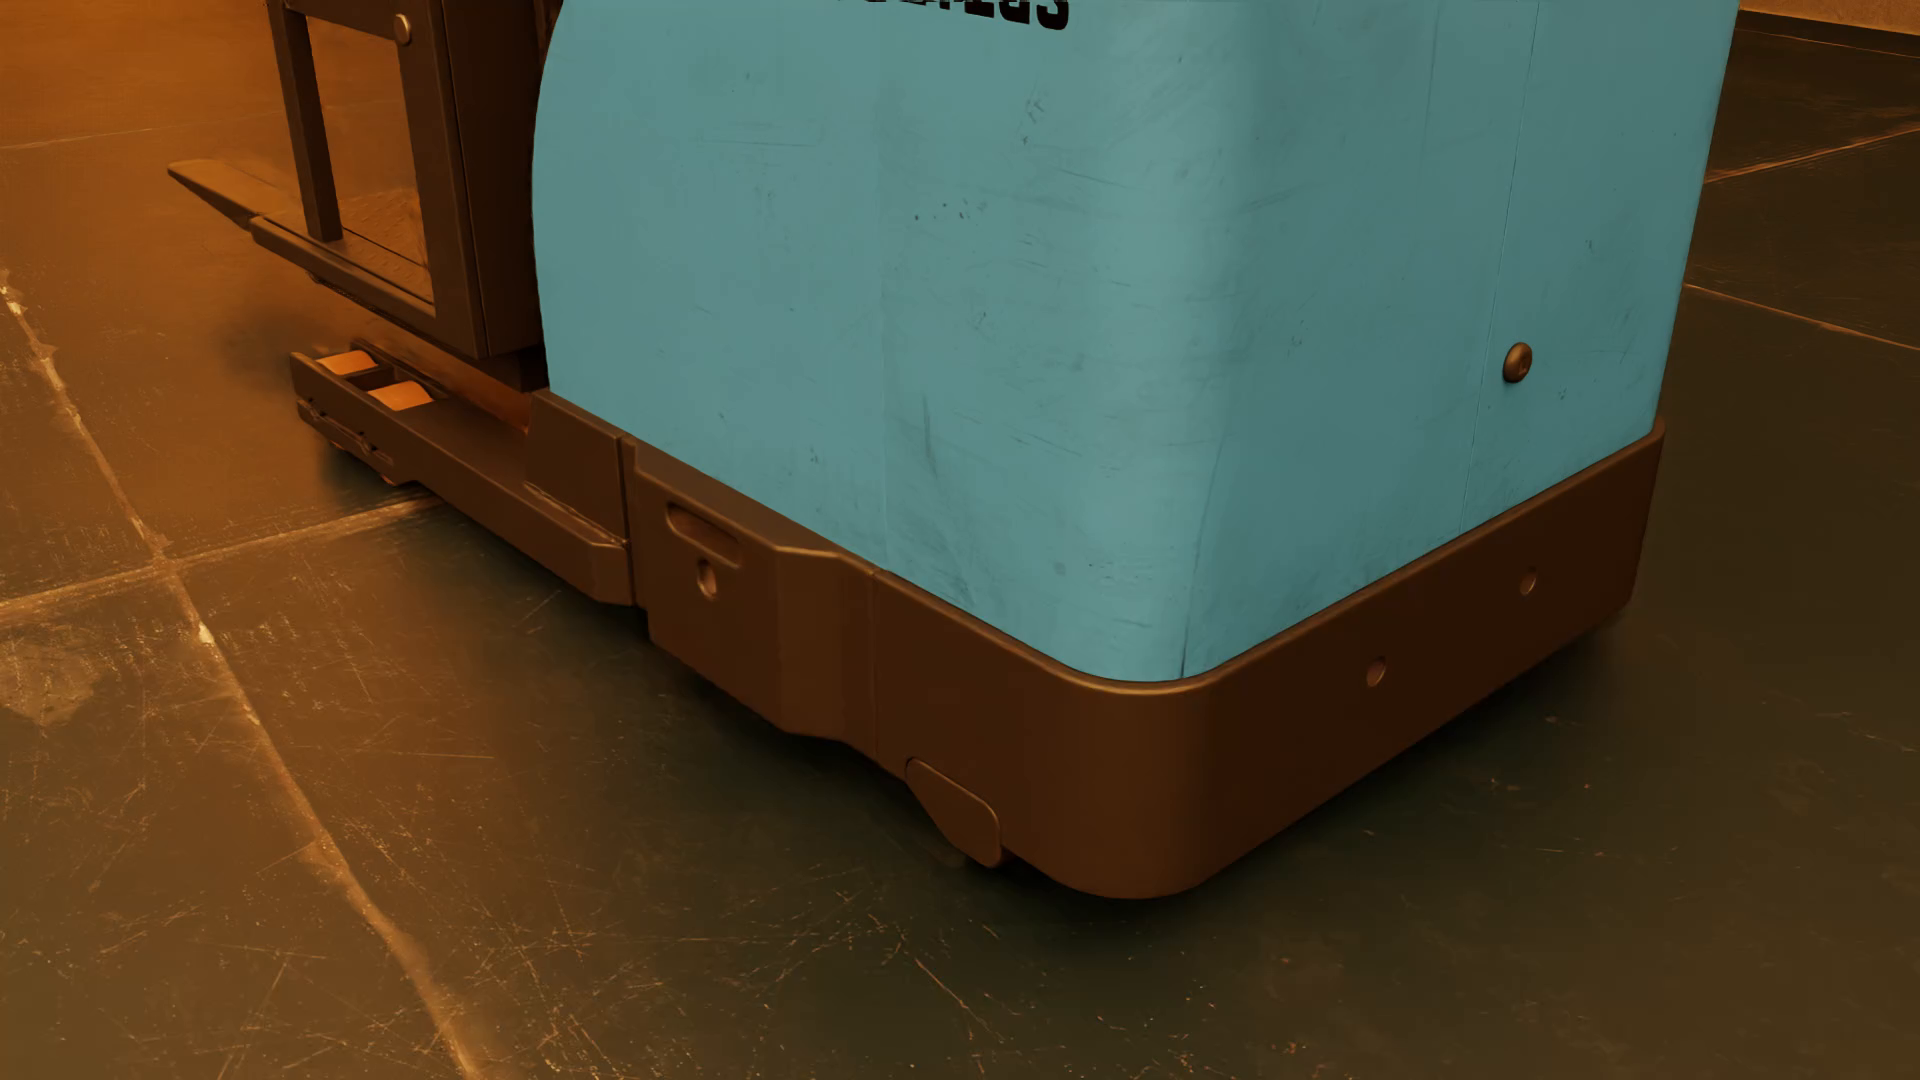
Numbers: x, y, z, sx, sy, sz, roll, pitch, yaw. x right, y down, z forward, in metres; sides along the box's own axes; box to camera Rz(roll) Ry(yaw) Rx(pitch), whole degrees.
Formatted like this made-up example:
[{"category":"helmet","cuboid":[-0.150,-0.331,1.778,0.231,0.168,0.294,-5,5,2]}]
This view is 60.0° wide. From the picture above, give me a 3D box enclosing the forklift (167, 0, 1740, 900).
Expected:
[{"category":"forklift","cuboid":[-0.469,-1.532,2.285,1.130,2.935,3.031,-22,34,-37]}]
